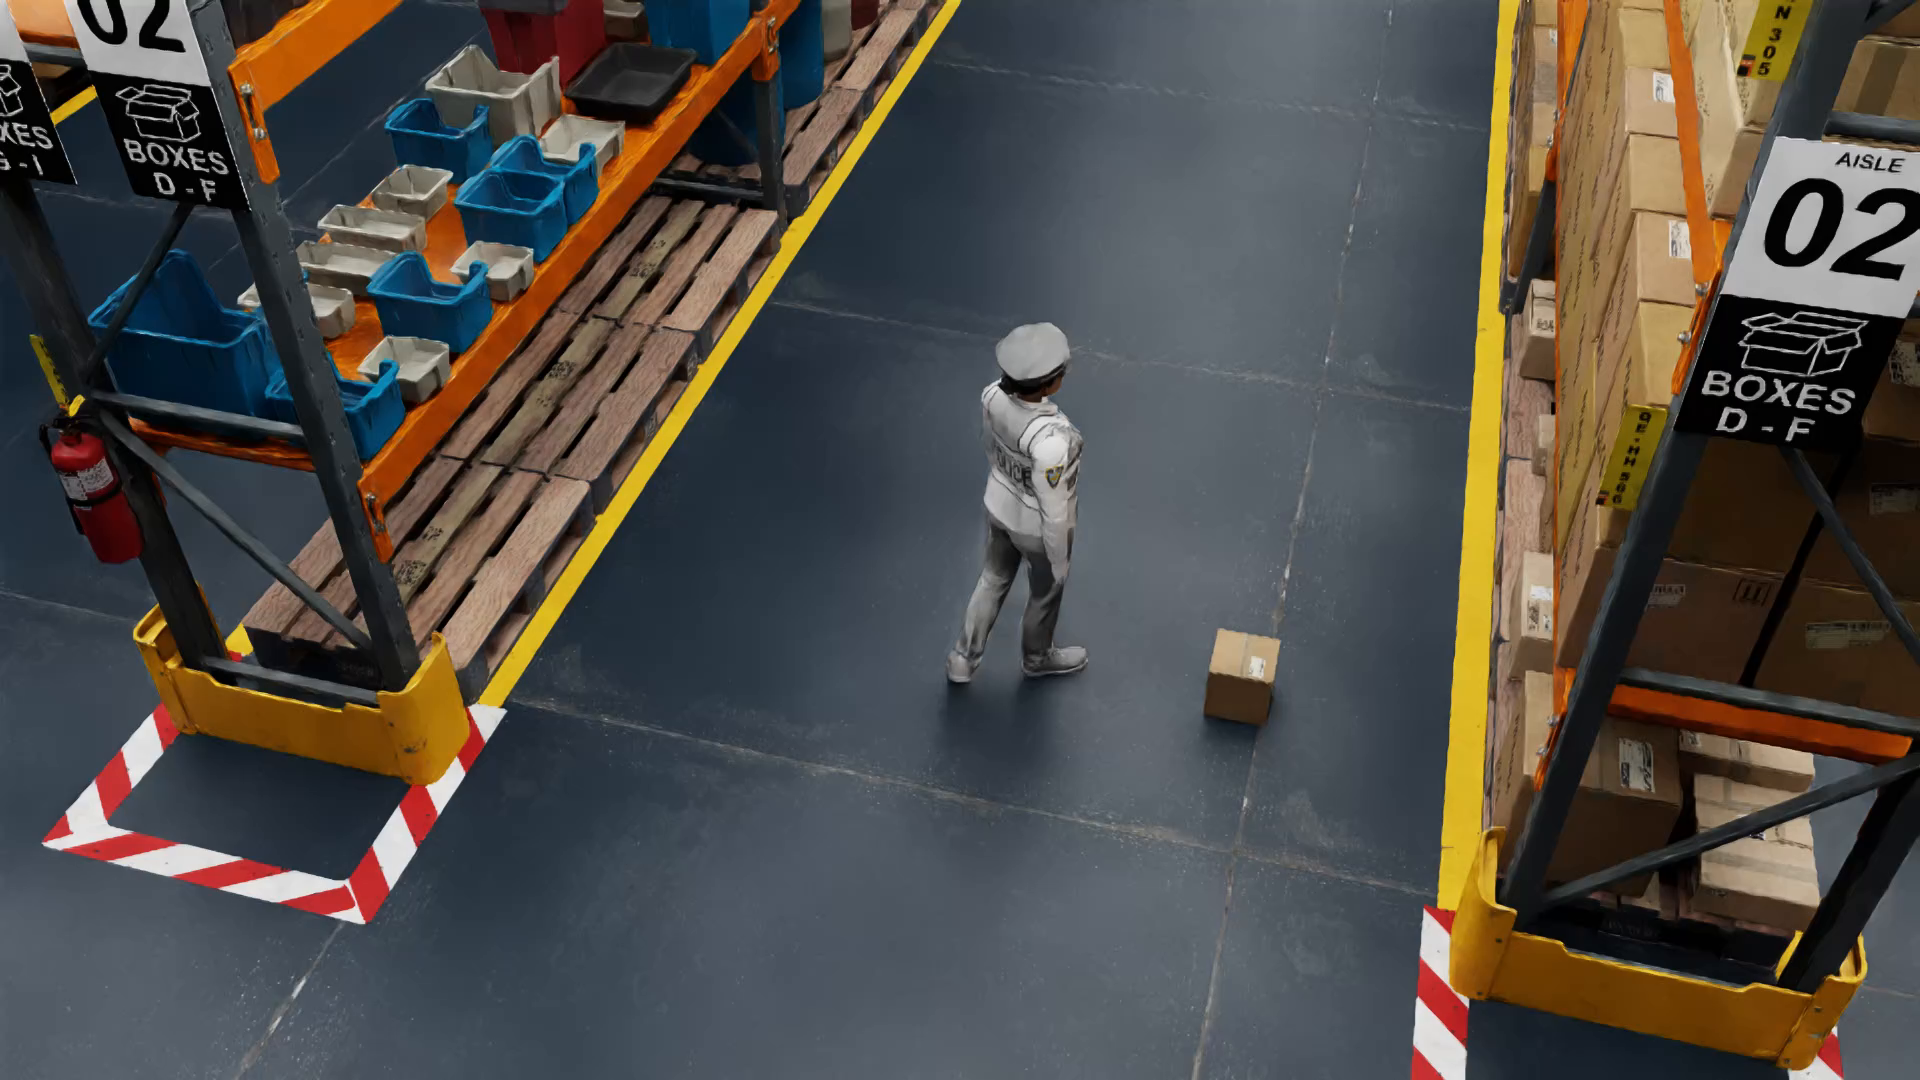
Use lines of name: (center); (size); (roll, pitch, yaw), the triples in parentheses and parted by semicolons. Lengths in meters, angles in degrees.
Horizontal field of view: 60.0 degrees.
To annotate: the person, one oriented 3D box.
person: (0.232, -0.077, 6.233); (0.602, 1.676, 0.539); (-25, 47, -26)
